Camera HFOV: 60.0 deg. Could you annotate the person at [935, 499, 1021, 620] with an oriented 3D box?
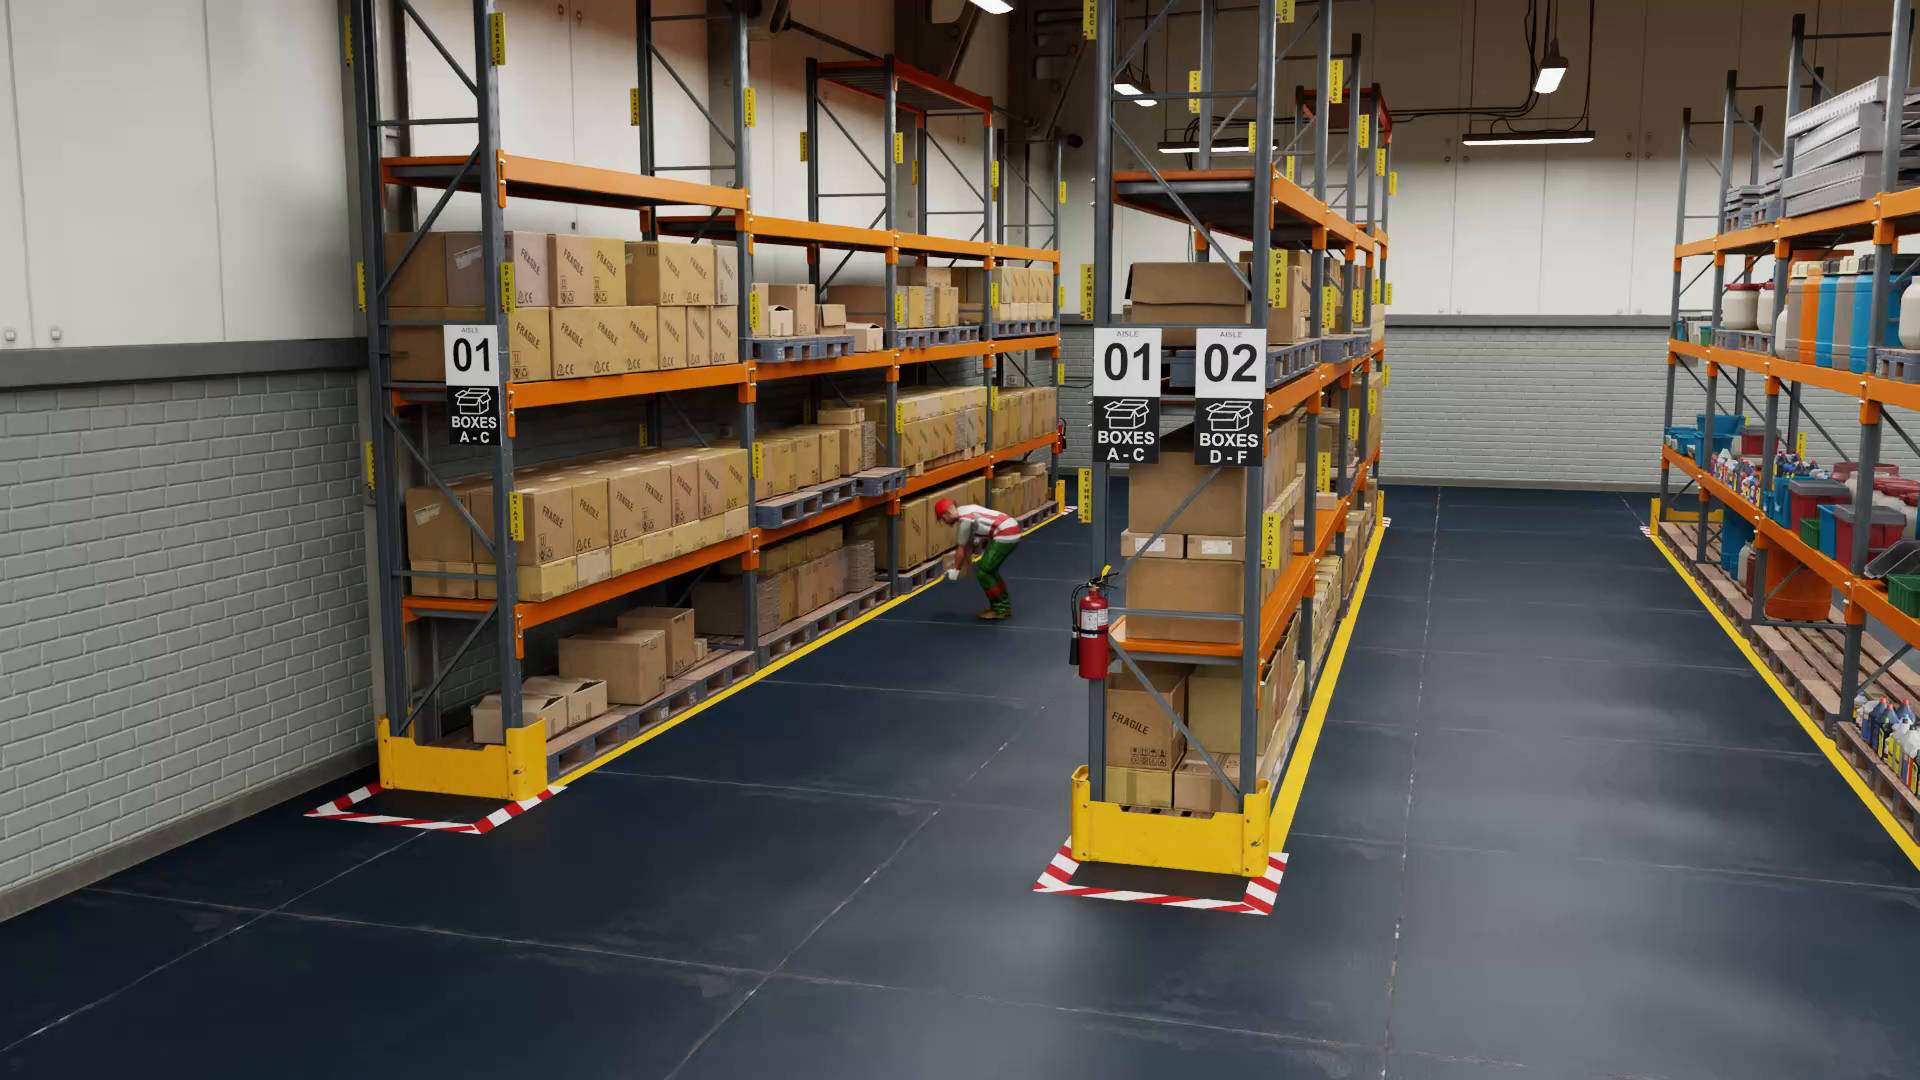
[{"bbox_3d":[0.187,0.192,17.764,0.928,1.257,0.509,2,8,14],"label":"person"}]
